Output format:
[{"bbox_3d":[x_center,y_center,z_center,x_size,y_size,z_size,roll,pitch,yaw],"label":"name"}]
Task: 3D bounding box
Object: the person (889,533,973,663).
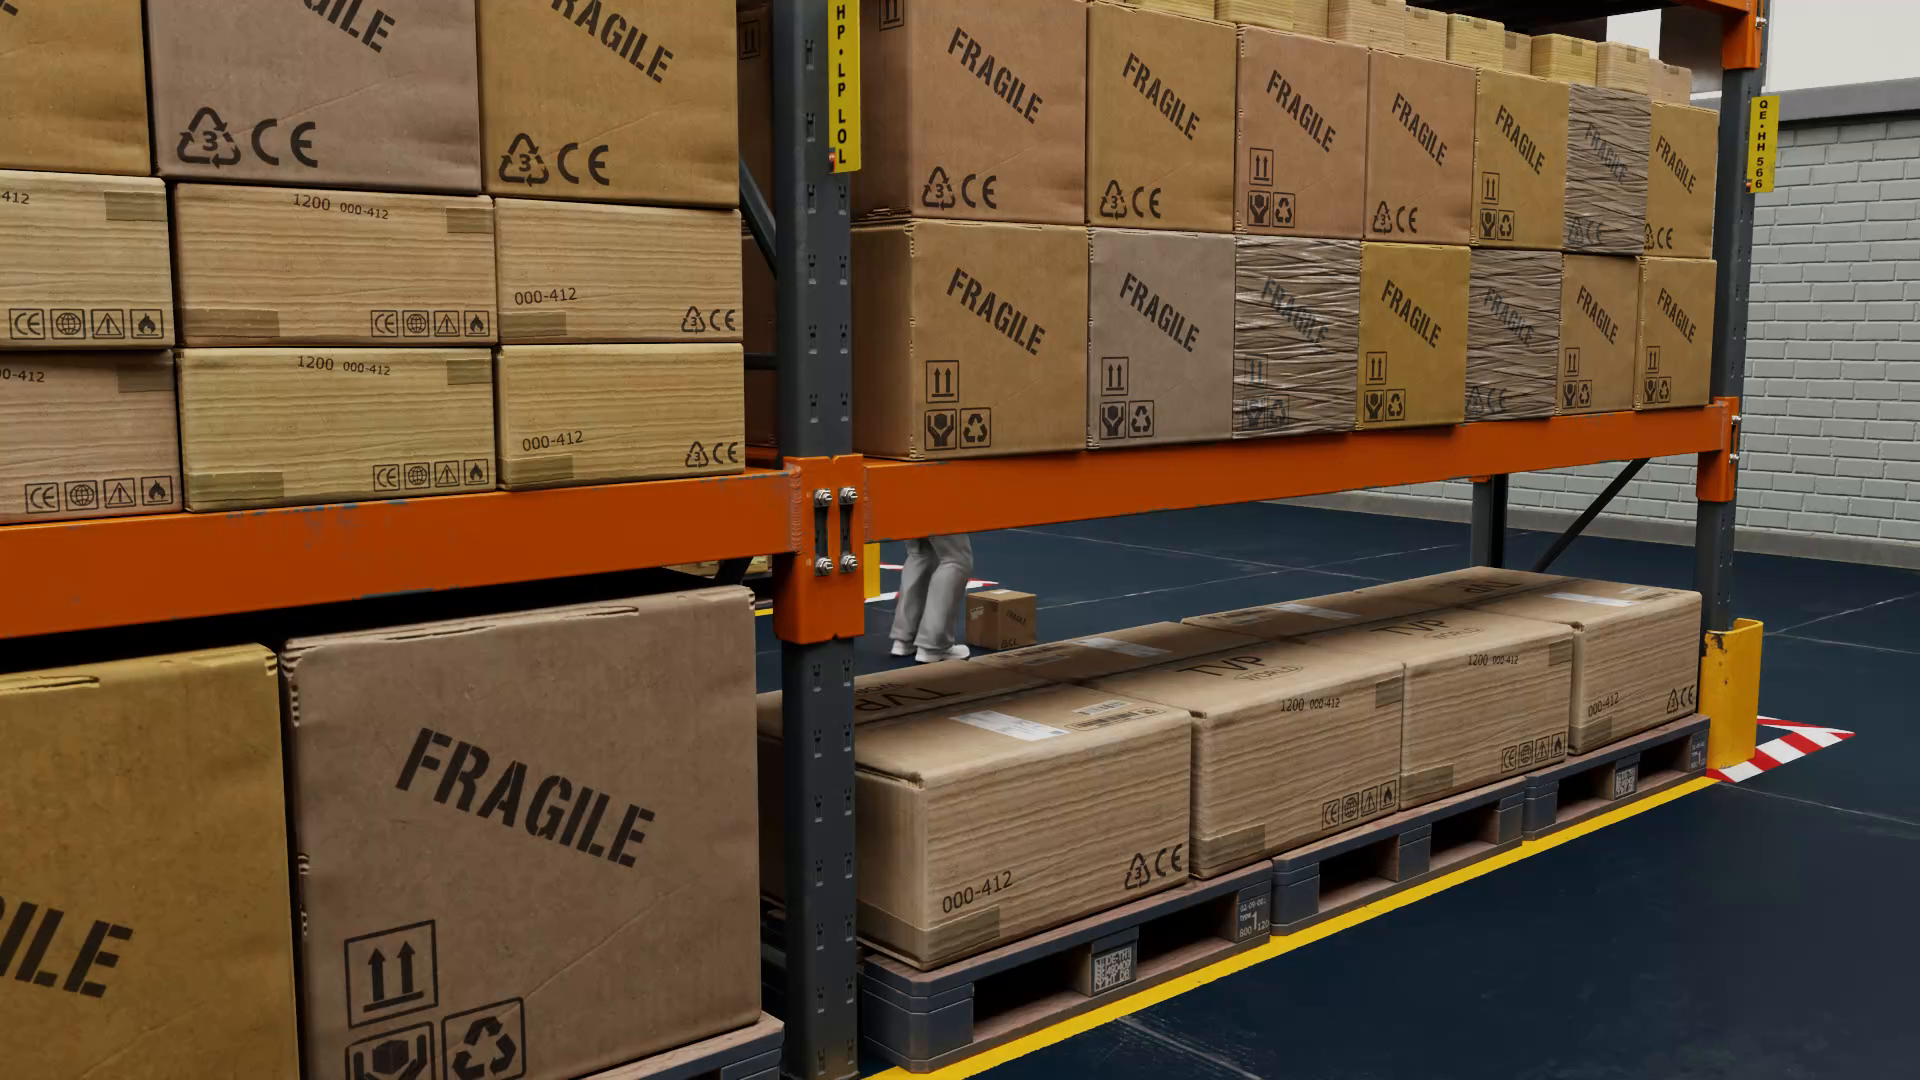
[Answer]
[{"bbox_3d":[-0.165,-0.246,7.884,0.388,1.627,0.461,-6,10,-39],"label":"person"}]
